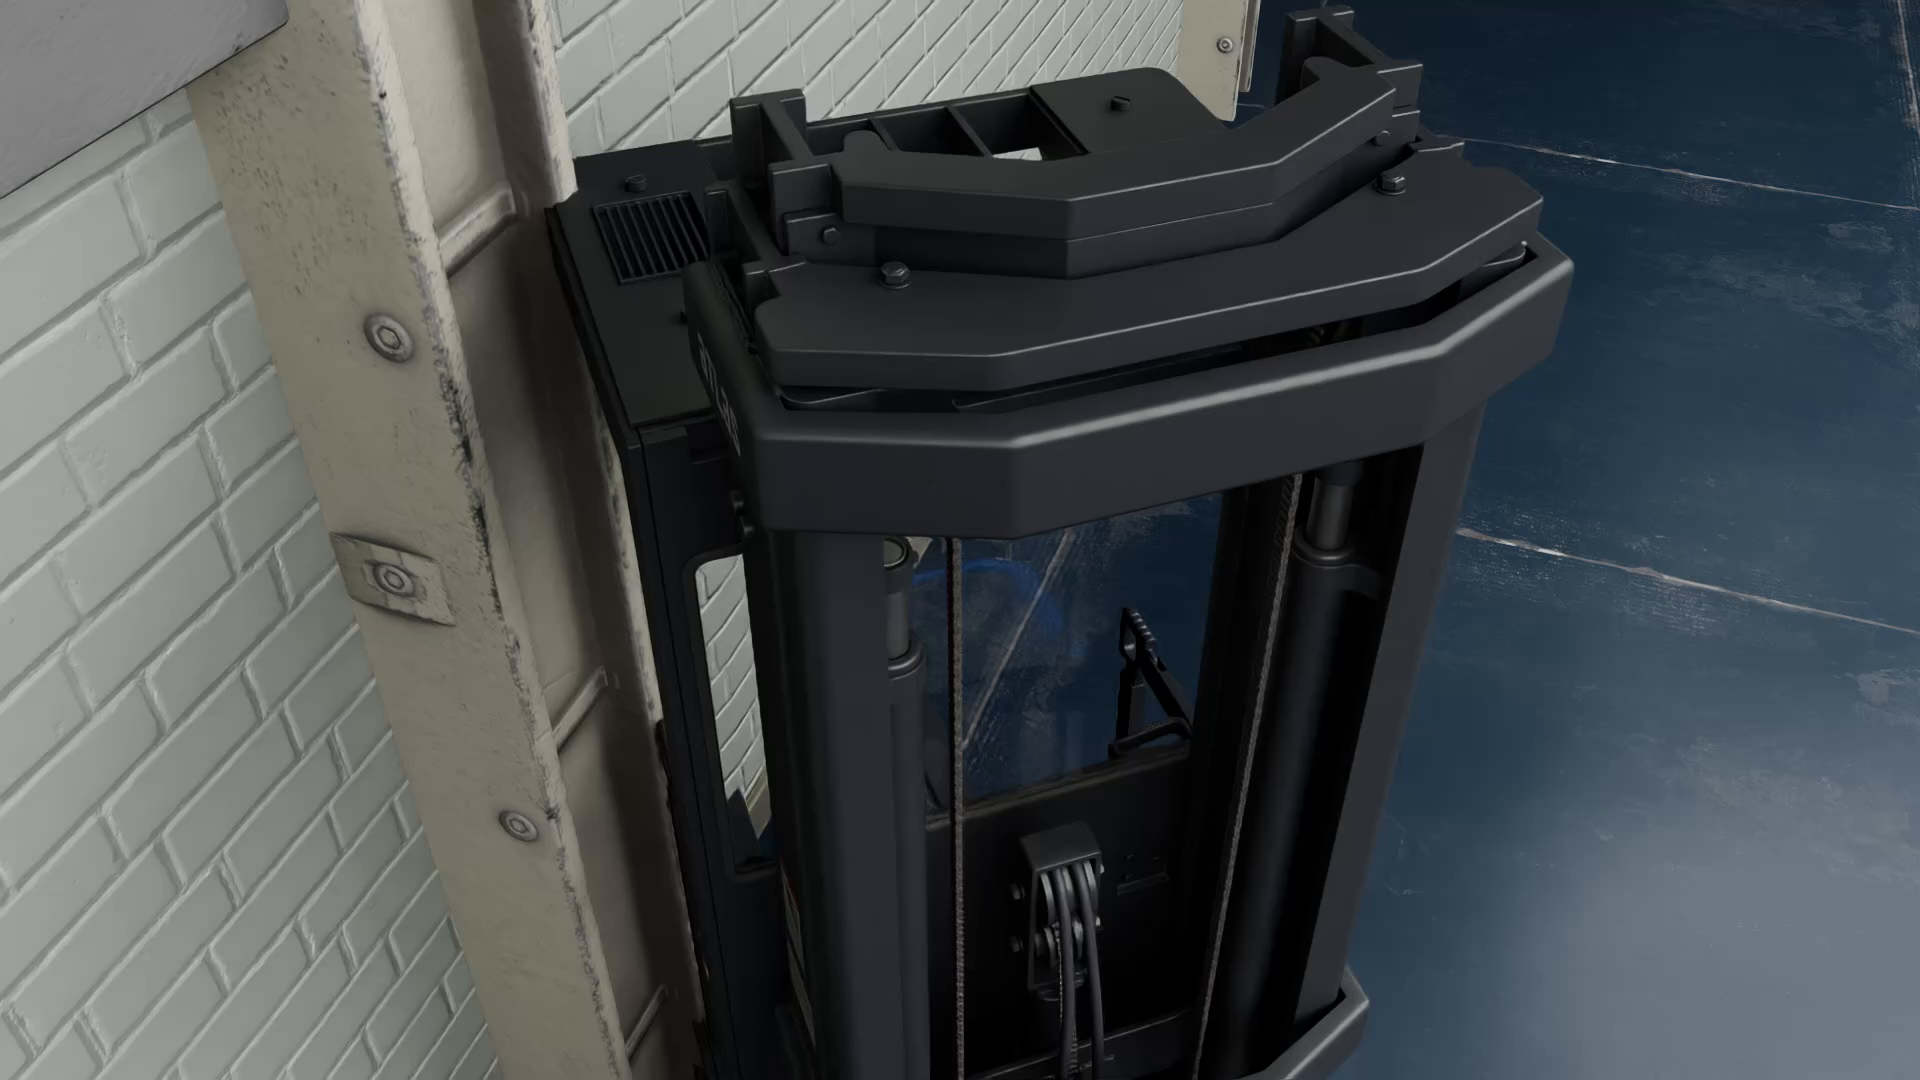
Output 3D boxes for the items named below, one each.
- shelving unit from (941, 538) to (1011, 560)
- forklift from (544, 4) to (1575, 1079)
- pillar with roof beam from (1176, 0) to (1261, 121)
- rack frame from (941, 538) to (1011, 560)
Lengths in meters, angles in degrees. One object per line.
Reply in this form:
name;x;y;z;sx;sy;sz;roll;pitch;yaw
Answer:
shelving unit;0.069;-0.461;5.364;0.258;1.200;0.189;7;41;8
forklift;-0.006;0.357;3.073;1.130;2.935;3.031;-13;42;-15
pillar with roof beam;5.306;-4.677;4.299;9.100;9.000;0.400;13;42;15
rack frame;0.052;-0.402;5.296;0.240;1.200;0.006;7;41;8
